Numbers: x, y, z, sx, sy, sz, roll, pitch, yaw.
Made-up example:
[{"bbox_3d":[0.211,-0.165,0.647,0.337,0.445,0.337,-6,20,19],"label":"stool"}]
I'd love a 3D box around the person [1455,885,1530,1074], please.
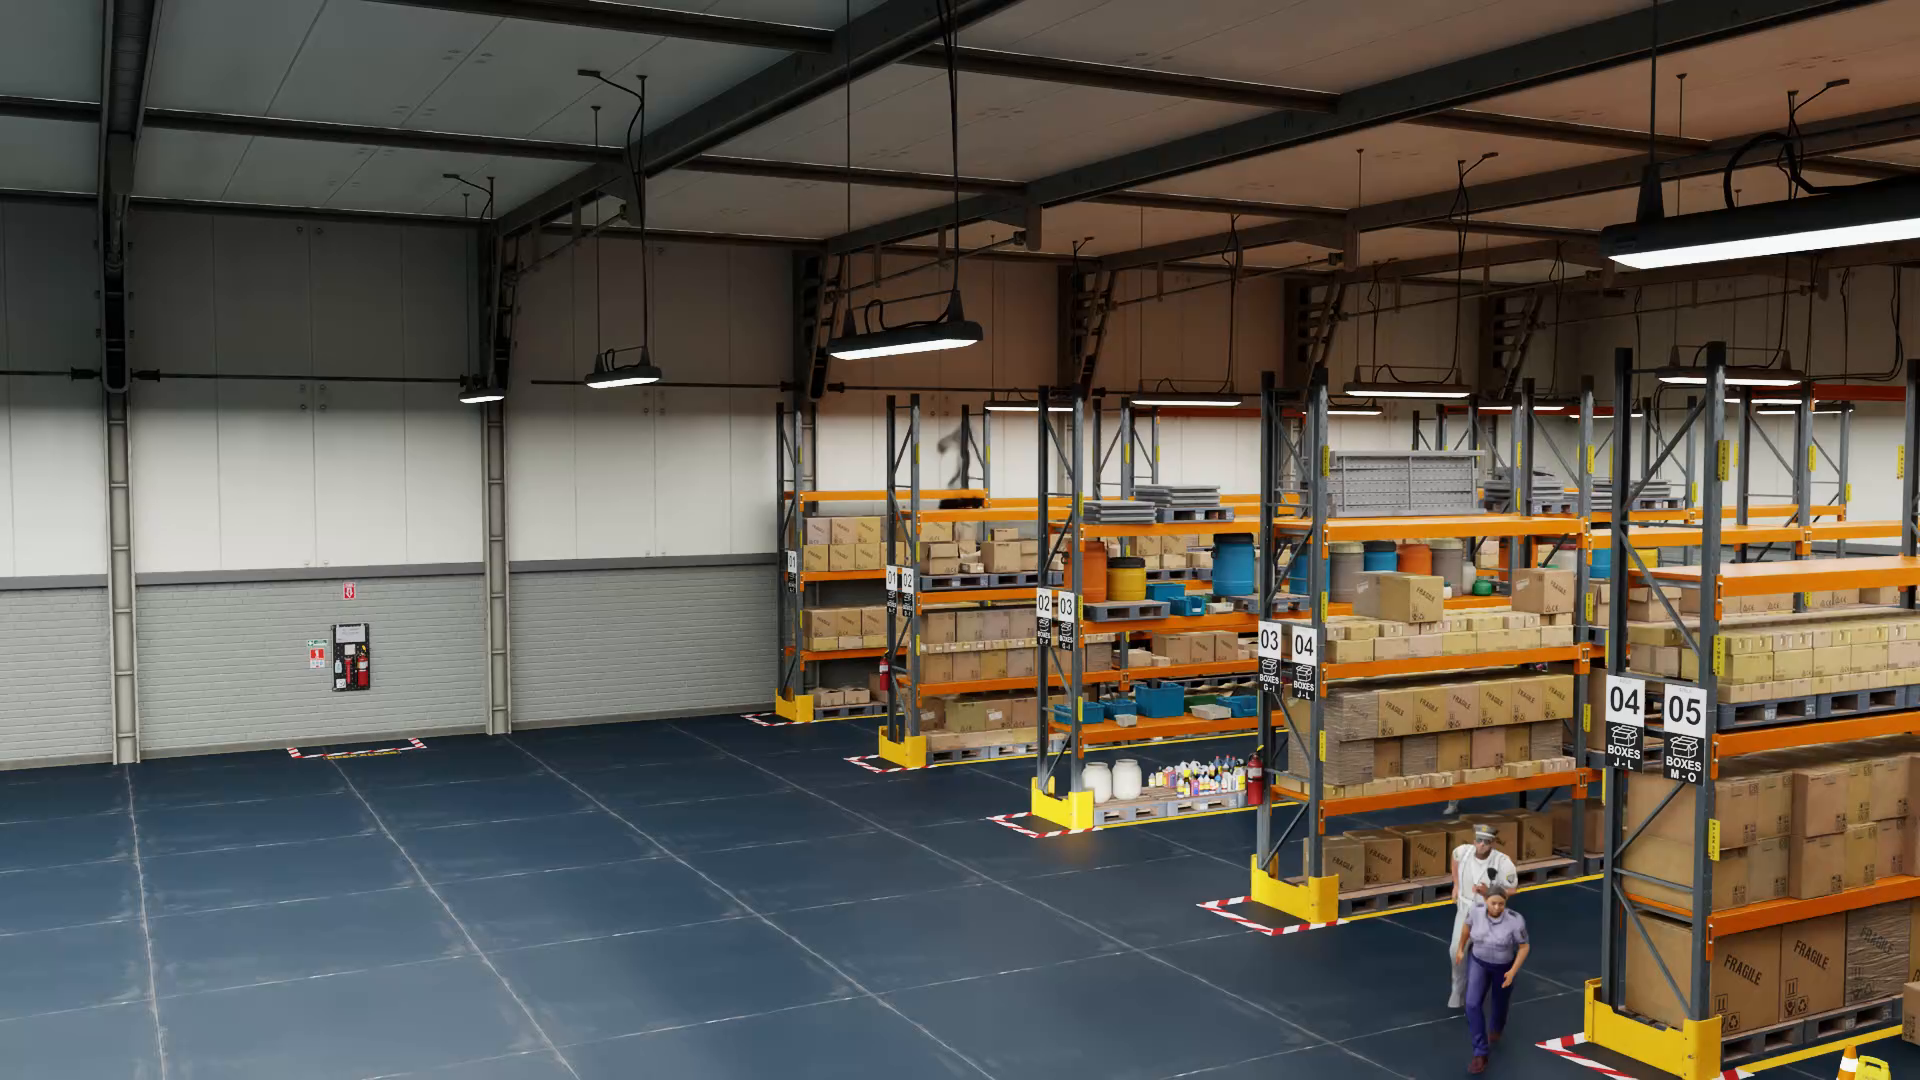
[{"bbox_3d":[4.453,3.578,13.927,0.623,1.527,1.043,1,4,24],"label":"person"}]

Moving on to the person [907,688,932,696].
[{"bbox_3d":[-0.601,2.628,29.707,0.661,1.730,0.714,-2,4,-34],"label":"person"}]

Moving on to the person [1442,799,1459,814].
[{"bbox_3d":[7.009,3.057,23.412,0.724,1.623,0.611,-3,5,-44],"label":"person"}]

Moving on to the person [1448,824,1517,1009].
[{"bbox_3d":[4.789,3.465,15.259,0.643,1.824,0.804,2,4,29],"label":"person"}]
